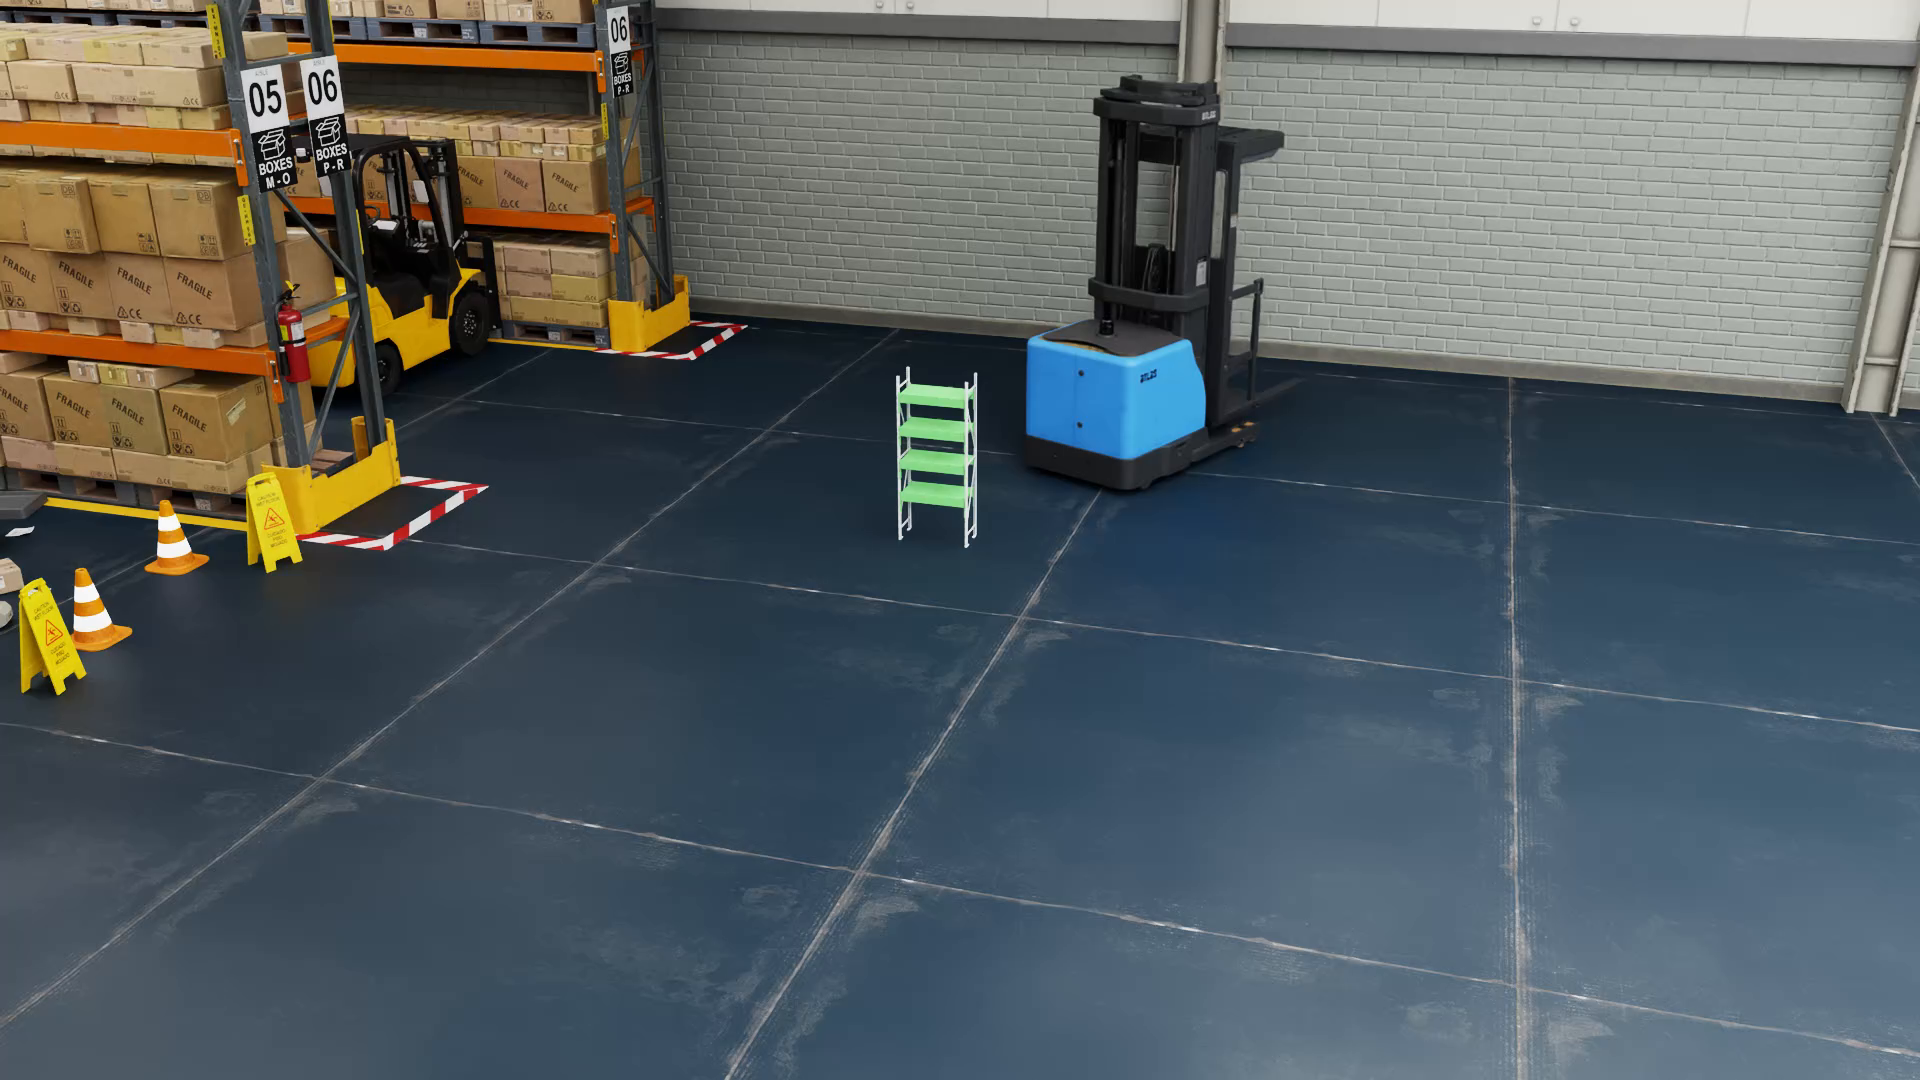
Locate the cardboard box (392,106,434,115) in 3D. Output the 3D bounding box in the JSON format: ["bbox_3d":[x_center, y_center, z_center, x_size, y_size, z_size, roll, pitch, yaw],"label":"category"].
[{"bbox_3d":[-5.582,-4.335,17.007,0.250,0.149,0.380,6,23,15],"label":"cardboard box"}]

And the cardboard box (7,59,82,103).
[{"bbox_3d":[-6.109,-3.166,11.389,0.500,0.250,0.500,7,23,17],"label":"cardboard box"}]

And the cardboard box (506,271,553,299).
[{"bbox_3d":[-4.165,-2.597,16.560,0.500,0.250,0.500,6,23,15],"label":"cardboard box"}]

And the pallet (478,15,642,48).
[{"bbox_3d":[-3.801,-4.879,15.875,1.213,0.211,1.003,7,23,16],"label":"pallet"}]

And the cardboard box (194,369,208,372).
[{"bbox_3d":[-5.779,-1.157,12.720,0.500,0.500,0.500,6,23,14],"label":"cardboard box"}]

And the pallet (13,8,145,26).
[{"bbox_3d":[-9.043,-5.459,17.422,1.213,0.211,1.003,8,24,18],"label":"pallet"}]

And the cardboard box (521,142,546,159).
[{"bbox_3d":[-4.028,-3.795,16.084,0.250,0.149,0.380,7,23,17],"label":"cardboard box"}]

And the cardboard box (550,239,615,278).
[{"bbox_3d":[-3.662,-2.767,16.315,0.500,0.250,0.500,7,23,17],"label":"cardboard box"}]

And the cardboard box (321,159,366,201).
[{"bbox_3d":[-6.108,-3.735,16.791,0.500,0.500,0.500,7,23,16],"label":"cardboard box"}]

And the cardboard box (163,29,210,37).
[{"bbox_3d":[-5.310,-3.466,11.595,0.250,0.149,0.380,7,23,15],"label":"cardboard box"}]

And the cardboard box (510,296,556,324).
[{"bbox_3d":[-4.146,-2.362,16.645,0.500,0.250,0.500,7,23,15],"label":"cardboard box"}]

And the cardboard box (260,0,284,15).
[{"bbox_3d":[-6.619,-5.236,16.275,0.250,0.149,0.380,7,23,17],"label":"cardboard box"}]

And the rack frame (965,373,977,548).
[{"bbox_3d":[0.075,-0.547,11.521,0.015,1.200,0.240,7,23,16],"label":"rack frame"}]

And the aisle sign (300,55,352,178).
[{"bbox_3d":[-4.413,-2.950,11.583,0.004,0.787,0.394,7,23,16],"label":"aisle sign"}]

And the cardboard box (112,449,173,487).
[{"bbox_3d":[-5.907,-0.614,12.383,0.500,0.250,0.500,7,23,16],"label":"cardboard box"}]

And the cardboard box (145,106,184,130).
[{"bbox_3d":[-5.232,-2.865,11.181,0.250,0.149,0.380,7,23,16],"label":"cardboard box"}]

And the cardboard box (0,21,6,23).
[{"bbox_3d":[-7.244,-3.722,12.219,0.250,0.149,0.380,7,23,17],"label":"cardboard box"}]

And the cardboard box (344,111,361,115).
[{"bbox_3d":[-6.218,-4.204,16.688,0.250,0.149,0.380,6,23,15],"label":"cardboard box"}]

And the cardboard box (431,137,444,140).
[{"bbox_3d":[-4.992,-3.919,16.386,0.250,0.149,0.380,6,23,15],"label":"cardboard box"}]

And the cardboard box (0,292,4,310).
[{"bbox_3d":[-7.086,-2.008,12.188,0.500,0.500,0.500,6,23,15],"label":"cardboard box"}]

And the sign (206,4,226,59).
[{"bbox_3d":[-4.741,-3.239,10.594,0.005,0.325,0.100,7,23,16],"label":"sign"}]

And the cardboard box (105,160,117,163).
[{"bbox_3d":[-8.965,-3.947,17.637,0.500,0.250,0.500,7,23,17],"label":"cardboard box"}]

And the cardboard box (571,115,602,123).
[{"bbox_3d":[-3.628,-4.095,16.423,0.250,0.149,0.380,7,23,17],"label":"cardboard box"}]

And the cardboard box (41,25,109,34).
[{"bbox_3d":[-6.291,-3.573,11.855,0.250,0.149,0.380,7,23,17],"label":"cardboard box"}]

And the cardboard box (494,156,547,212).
[{"bbox_3d":[-4.172,-3.510,16.242,0.500,0.500,0.500,7,23,17],"label":"cardboard box"}]

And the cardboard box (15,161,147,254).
[{"bbox_3d":[-6.114,-2.341,11.683,0.500,0.500,0.700,6,23,15],"label":"cardboard box"}]

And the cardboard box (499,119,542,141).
[{"bbox_3d":[-4.256,-3.980,16.143,0.250,0.149,0.380,7,23,16],"label":"cardboard box"}]

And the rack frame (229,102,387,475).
[{"bbox_3d":[-4.562,-1.641,11.818,0.127,3.000,1.000,7,23,16],"label":"rack frame"}]

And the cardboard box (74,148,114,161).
[{"bbox_3d":[-8.965,-4.180,17.547,0.500,0.250,0.500,7,23,16],"label":"cardboard box"}]

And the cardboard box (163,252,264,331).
[{"bbox_3d":[-5.161,-1.784,11.644,0.500,0.500,0.500,6,23,15],"label":"cardboard box"}]

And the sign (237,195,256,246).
[{"bbox_3d":[-4.741,-2.123,11.052,0.005,0.325,0.100,7,23,16],"label":"sign"}]

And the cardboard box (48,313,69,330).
[{"bbox_3d":[-6.439,-1.663,12.202,0.250,0.149,0.380,7,23,16],"label":"cardboard box"}]

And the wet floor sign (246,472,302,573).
[{"bbox_3d":[-4.689,-0.142,11.266,0.232,0.644,0.267,16,27,34],"label":"wet floor sign"}]

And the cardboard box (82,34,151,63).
[{"bbox_3d":[-5.684,-3.321,11.242,0.250,0.149,0.380,7,23,16],"label":"cardboard box"}]

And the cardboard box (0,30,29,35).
[{"bbox_3d":[-6.672,-3.426,11.499,0.250,0.149,0.380,7,23,17],"label":"cardboard box"}]

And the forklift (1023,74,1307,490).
[{"bbox_3d":[1.831,-2.216,13.311,1.130,2.935,3.031,18,28,36],"label":"forklift"}]

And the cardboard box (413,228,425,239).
[{"bbox_3d":[-5.622,-2.991,16.861,0.500,0.250,0.500,7,23,17],"label":"cardboard box"}]

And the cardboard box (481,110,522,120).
[{"bbox_3d":[-4.604,-4.225,16.739,0.250,0.149,0.380,6,23,14],"label":"cardboard box"}]

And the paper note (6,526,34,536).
[{"bbox_3d":[-6.719,-0.065,11.887,0.148,0.019,0.142,-1,22,-3],"label":"paper note"}]

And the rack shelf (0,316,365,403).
[{"bbox_3d":[-6.476,-1.527,12.489,4.000,0.370,1.077,7,23,16],"label":"rack shelf"}]

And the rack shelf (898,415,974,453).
[{"bbox_3d":[-0.158,-0.736,11.520,0.480,0.148,0.258,7,23,16],"label":"rack shelf"}]

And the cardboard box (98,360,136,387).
[{"bbox_3d":[-6.015,-1.248,12.086,0.250,0.149,0.380,7,23,16],"label":"cardboard box"}]

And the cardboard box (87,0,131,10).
[{"bbox_3d":[-8.459,-5.545,16.816,0.500,0.311,0.500,6,23,14],"label":"cardboard box"}]

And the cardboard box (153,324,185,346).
[{"bbox_3d":[-5.495,-1.511,11.833,0.250,0.149,0.380,6,23,15],"label":"cardboard box"}]

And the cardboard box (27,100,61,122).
[{"bbox_3d":[-6.202,-3.001,11.511,0.250,0.149,0.380,6,23,14],"label":"cardboard box"}]

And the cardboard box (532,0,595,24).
[{"bbox_3d":[-3.626,-5.079,15.431,0.500,0.500,0.500,7,23,17],"label":"cardboard box"}]

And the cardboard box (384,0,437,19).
[{"bbox_3d":[-5.126,-5.308,15.983,0.637,0.503,0.797,7,23,17],"label":"cardboard box"}]

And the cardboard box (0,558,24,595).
[{"bbox_3d":[-6.399,0.268,10.920,0.380,0.149,0.250,-20,29,-39],"label":"cardboard box"}]

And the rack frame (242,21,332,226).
[{"bbox_3d":[-6.961,-3.883,17.285,0.127,3.000,1.000,7,23,16],"label":"rack frame"}]

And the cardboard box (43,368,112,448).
[{"bbox_3d":[-6.386,-1.017,12.378,0.500,0.500,0.500,6,23,14],"label":"cardboard box"}]

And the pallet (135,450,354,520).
[{"bbox_3d":[-5.402,-0.461,12.616,1.213,0.211,1.003,7,23,16],"label":"pallet"}]

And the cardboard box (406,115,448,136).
[{"bbox_3d":[-5.241,-4.091,16.413,0.250,0.149,0.380,7,23,16],"label":"cardboard box"}]

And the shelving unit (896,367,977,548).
[{"bbox_3d":[-0.158,-0.573,11.587,0.503,1.200,0.258,7,23,16],"label":"shelving unit"}]

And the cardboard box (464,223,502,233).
[{"bbox_3d":[-4.981,-3.122,17.181,0.500,0.250,0.500,6,23,14],"label":"cardboard box"}]
